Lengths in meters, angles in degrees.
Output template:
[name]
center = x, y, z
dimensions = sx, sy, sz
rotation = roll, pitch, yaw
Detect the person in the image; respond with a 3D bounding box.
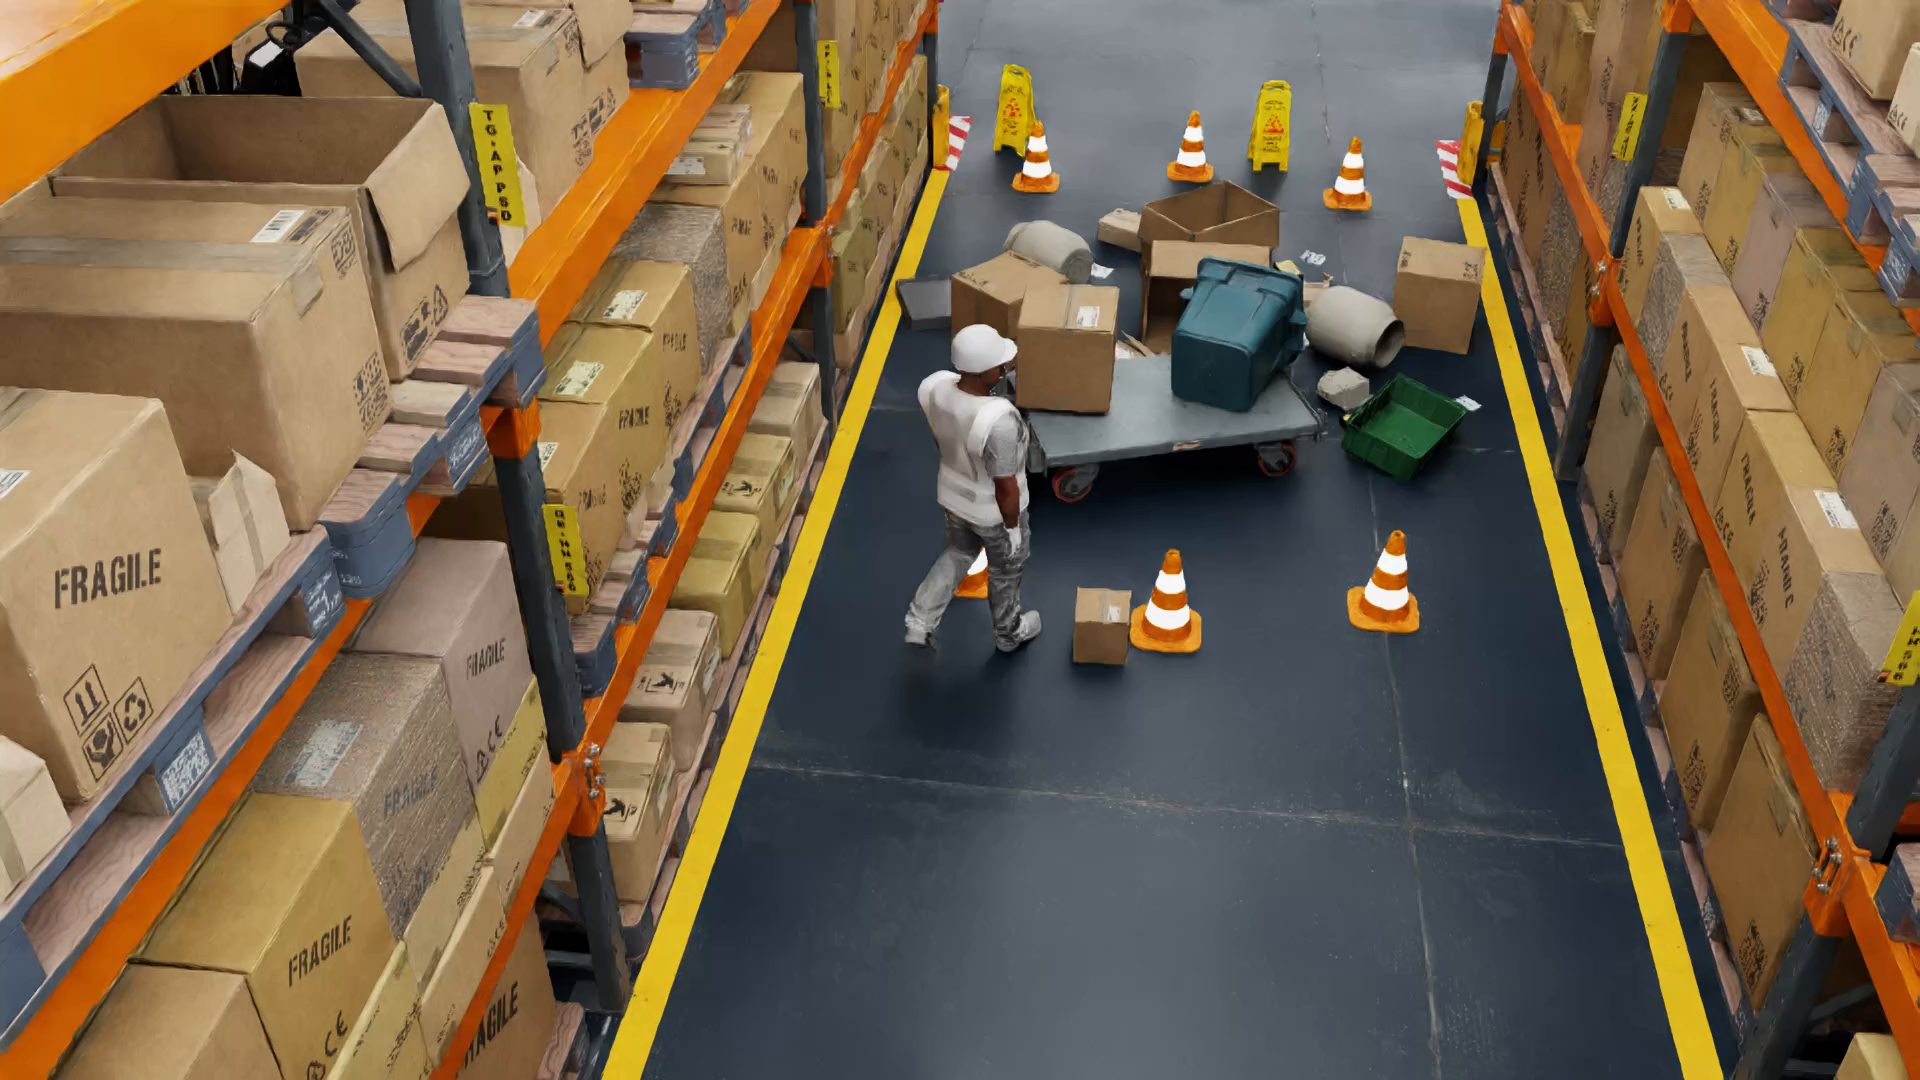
[person]
center = 0.094, -0.185, 7.269
dimensions = 0.774, 1.779, 0.592
rotation = -30, 45, -35
